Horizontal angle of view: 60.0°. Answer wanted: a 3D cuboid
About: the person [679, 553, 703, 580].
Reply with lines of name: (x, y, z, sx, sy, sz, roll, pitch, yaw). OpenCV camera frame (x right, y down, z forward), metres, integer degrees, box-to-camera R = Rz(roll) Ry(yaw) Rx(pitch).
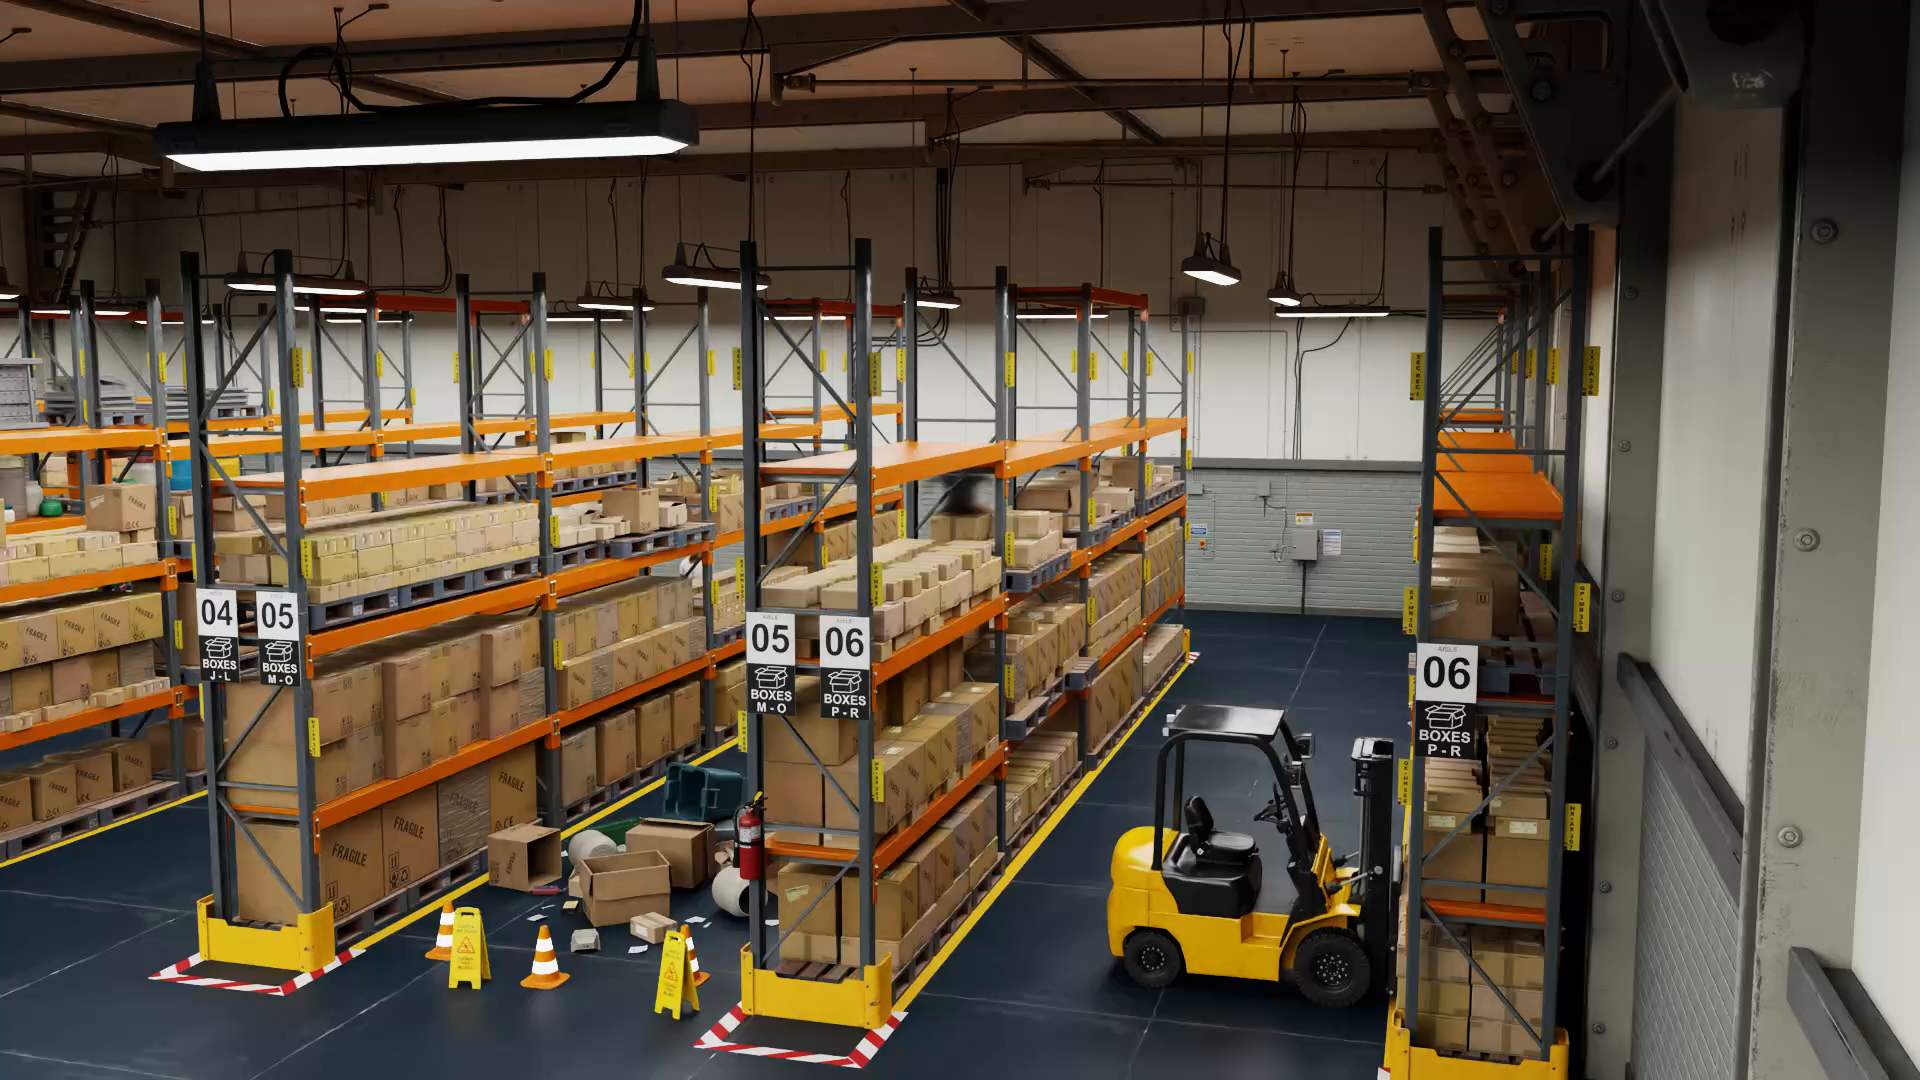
person: (-4.871, 0.916, 30.425, 0.699, 1.723, 1.080, 1, 7, 12)
